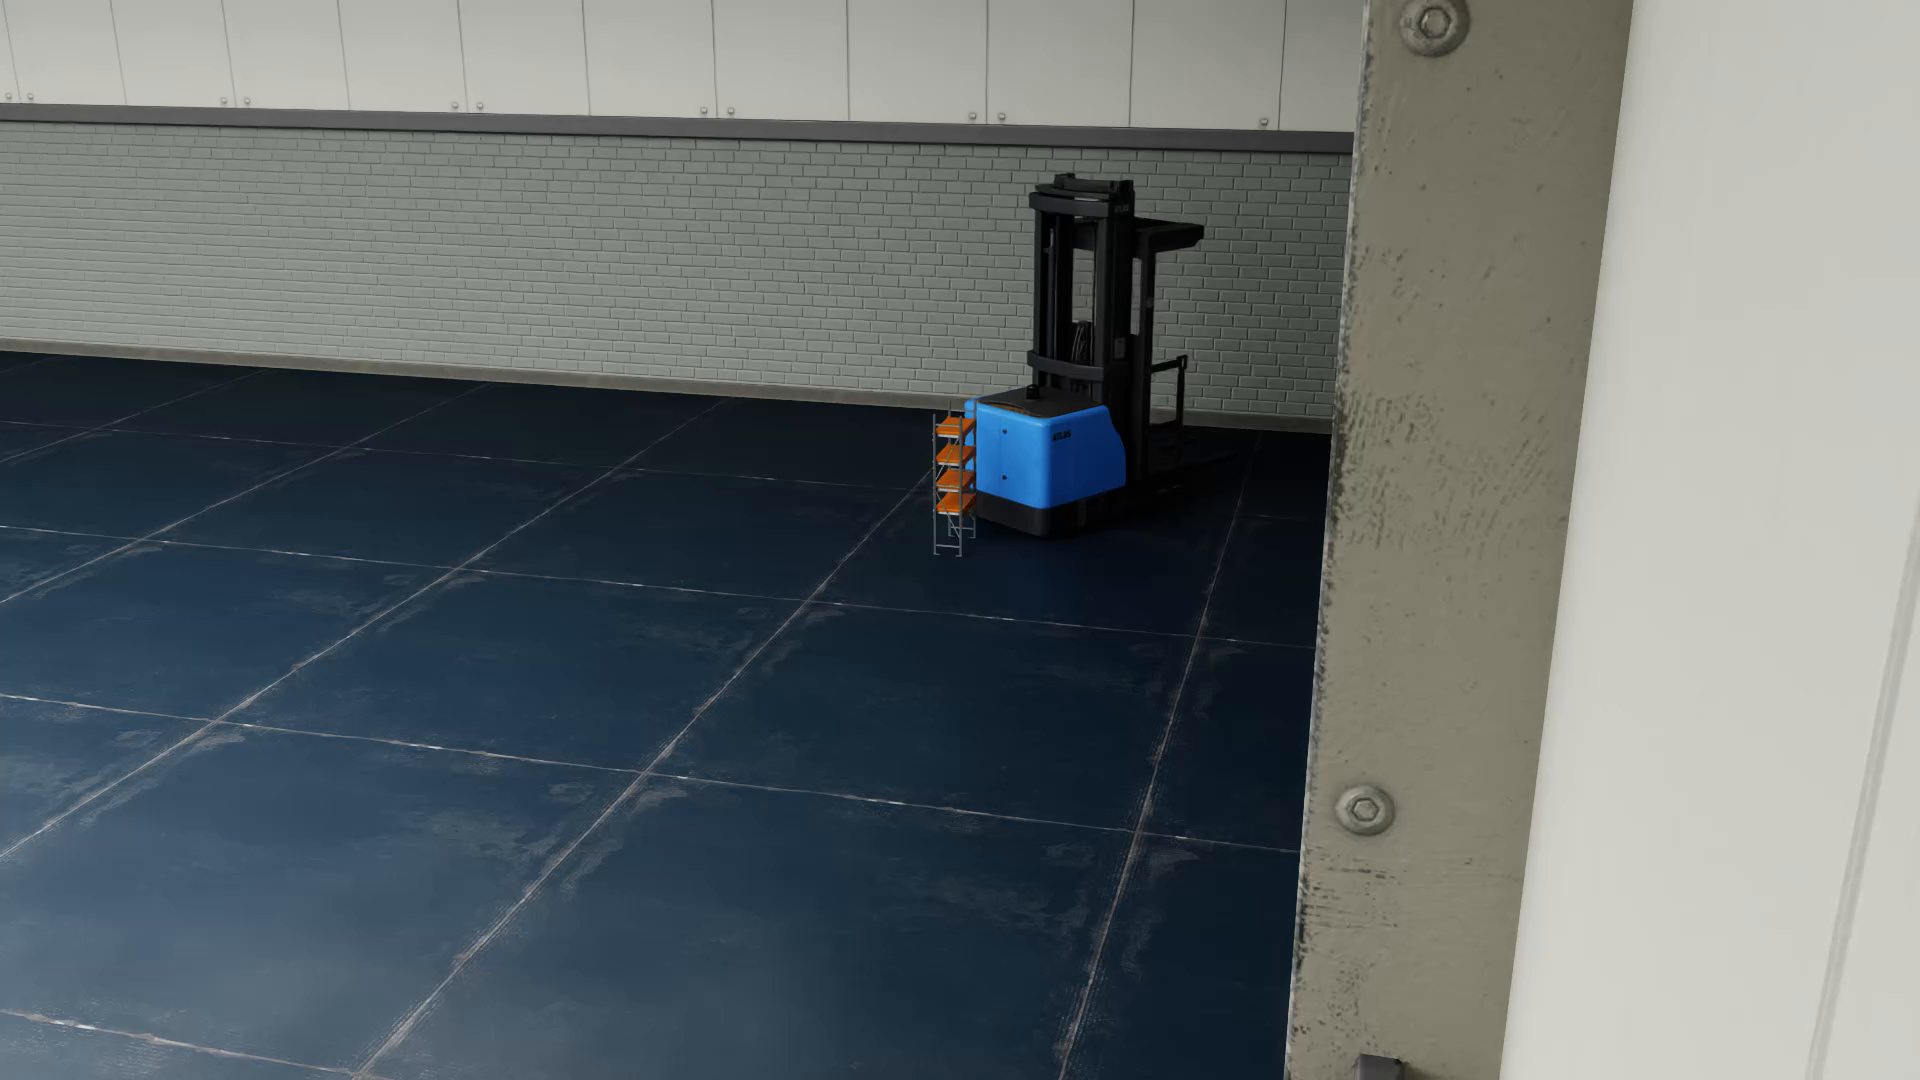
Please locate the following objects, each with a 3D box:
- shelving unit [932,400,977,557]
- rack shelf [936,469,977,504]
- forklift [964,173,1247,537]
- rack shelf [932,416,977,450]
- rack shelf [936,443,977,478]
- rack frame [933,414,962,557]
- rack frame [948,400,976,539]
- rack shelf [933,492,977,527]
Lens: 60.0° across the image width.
[{"bbox_3d":[-0.040,-0.516,13.842,0.258,1.200,0.503,5,19,13],"label":"shelving unit"},{"bbox_3d":[-0.040,-0.452,13.863,0.258,0.148,0.480,5,19,13],"label":"rack shelf"},{"bbox_3d":[1.443,-1.794,14.904,3.031,2.935,1.130,-17,25,-40],"label":"forklift"},{"bbox_3d":[-0.040,-0.888,13.715,0.258,0.148,0.480,5,19,13],"label":"rack shelf"},{"bbox_3d":[-0.040,-0.664,13.791,0.258,0.148,0.480,5,19,13],"label":"rack shelf"},{"bbox_3d":[-0.100,-0.439,13.618,0.240,1.200,0.015,5,19,13],"label":"rack frame"},{"bbox_3d":[0.019,-0.592,14.066,0.240,1.200,0.015,5,19,13],"label":"rack frame"},{"bbox_3d":[-0.040,-0.264,13.928,0.258,0.148,0.480,5,19,13],"label":"rack shelf"}]
